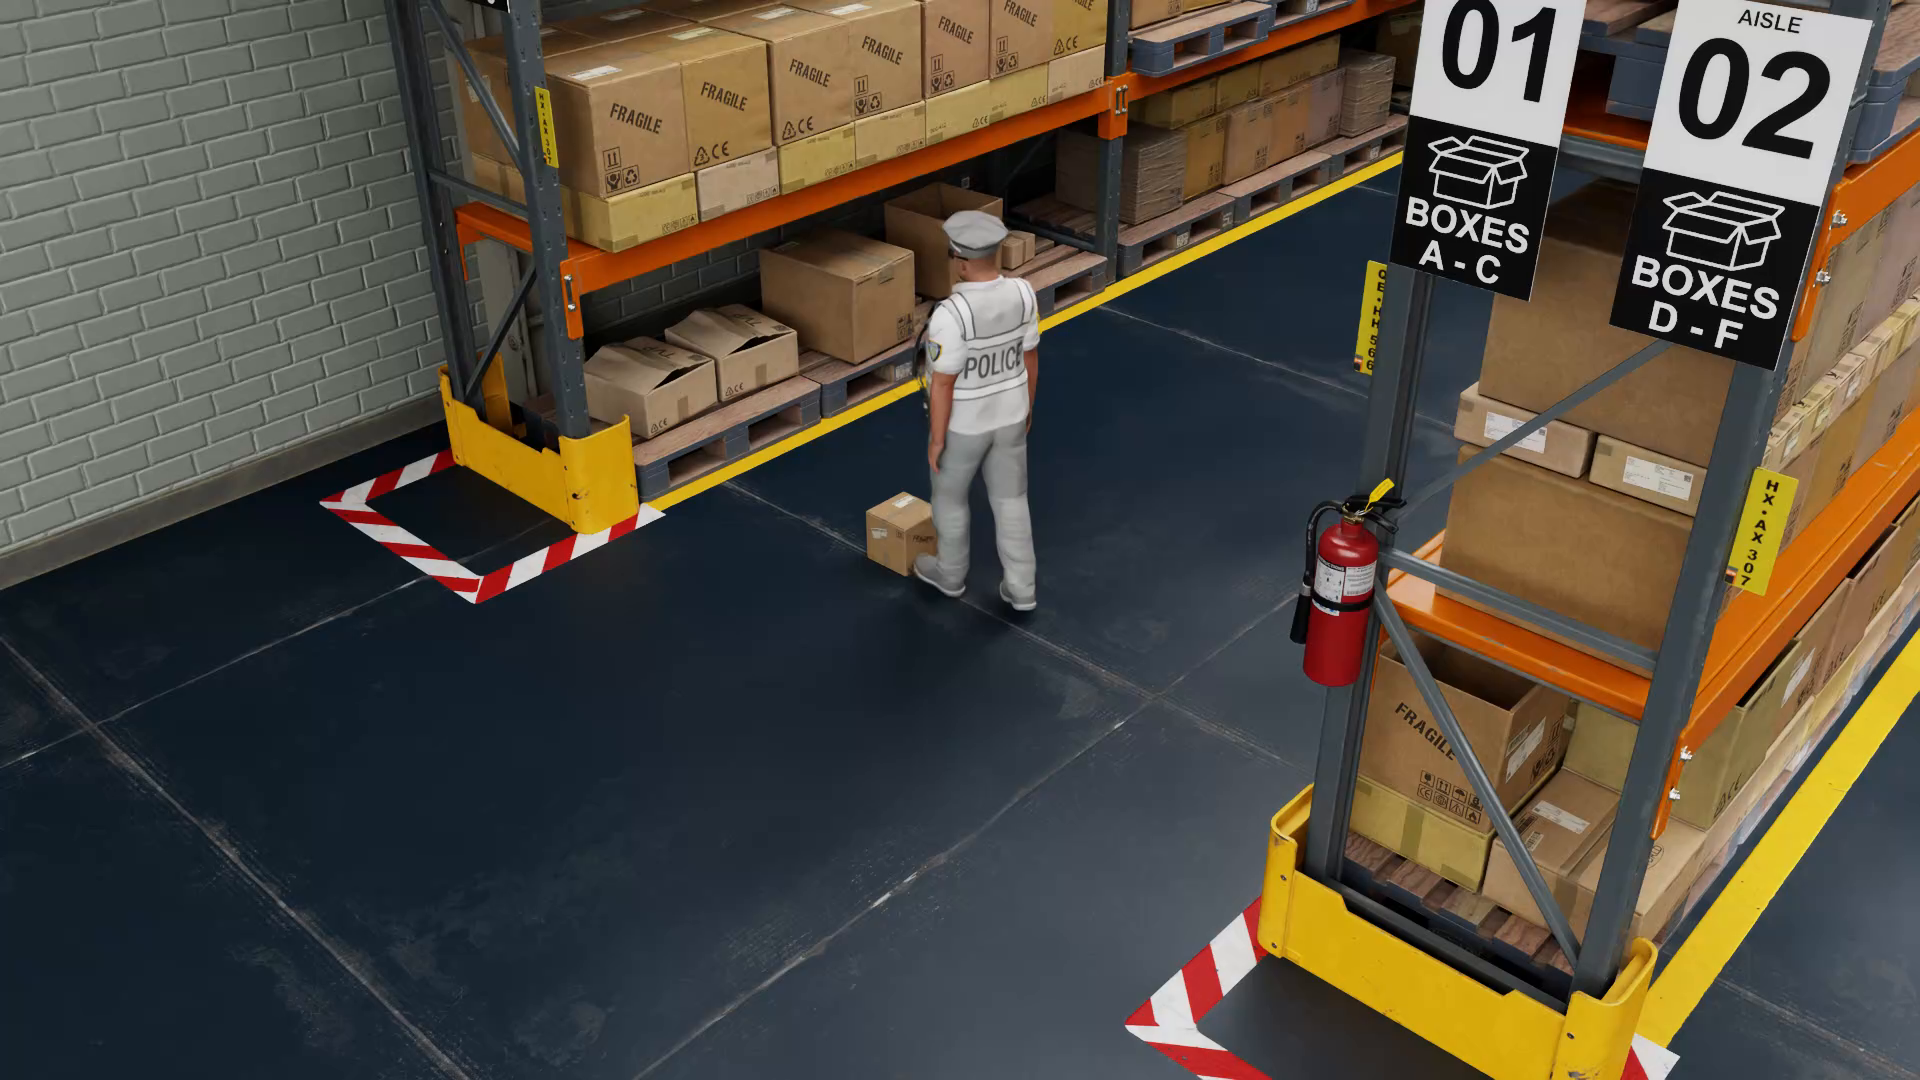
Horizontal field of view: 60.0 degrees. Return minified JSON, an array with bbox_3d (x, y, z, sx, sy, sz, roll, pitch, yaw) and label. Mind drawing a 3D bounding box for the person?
[{"bbox_3d":[0.073,-0.518,6.966,0.553,1.755,0.667,-18,35,-27],"label":"person"}]
